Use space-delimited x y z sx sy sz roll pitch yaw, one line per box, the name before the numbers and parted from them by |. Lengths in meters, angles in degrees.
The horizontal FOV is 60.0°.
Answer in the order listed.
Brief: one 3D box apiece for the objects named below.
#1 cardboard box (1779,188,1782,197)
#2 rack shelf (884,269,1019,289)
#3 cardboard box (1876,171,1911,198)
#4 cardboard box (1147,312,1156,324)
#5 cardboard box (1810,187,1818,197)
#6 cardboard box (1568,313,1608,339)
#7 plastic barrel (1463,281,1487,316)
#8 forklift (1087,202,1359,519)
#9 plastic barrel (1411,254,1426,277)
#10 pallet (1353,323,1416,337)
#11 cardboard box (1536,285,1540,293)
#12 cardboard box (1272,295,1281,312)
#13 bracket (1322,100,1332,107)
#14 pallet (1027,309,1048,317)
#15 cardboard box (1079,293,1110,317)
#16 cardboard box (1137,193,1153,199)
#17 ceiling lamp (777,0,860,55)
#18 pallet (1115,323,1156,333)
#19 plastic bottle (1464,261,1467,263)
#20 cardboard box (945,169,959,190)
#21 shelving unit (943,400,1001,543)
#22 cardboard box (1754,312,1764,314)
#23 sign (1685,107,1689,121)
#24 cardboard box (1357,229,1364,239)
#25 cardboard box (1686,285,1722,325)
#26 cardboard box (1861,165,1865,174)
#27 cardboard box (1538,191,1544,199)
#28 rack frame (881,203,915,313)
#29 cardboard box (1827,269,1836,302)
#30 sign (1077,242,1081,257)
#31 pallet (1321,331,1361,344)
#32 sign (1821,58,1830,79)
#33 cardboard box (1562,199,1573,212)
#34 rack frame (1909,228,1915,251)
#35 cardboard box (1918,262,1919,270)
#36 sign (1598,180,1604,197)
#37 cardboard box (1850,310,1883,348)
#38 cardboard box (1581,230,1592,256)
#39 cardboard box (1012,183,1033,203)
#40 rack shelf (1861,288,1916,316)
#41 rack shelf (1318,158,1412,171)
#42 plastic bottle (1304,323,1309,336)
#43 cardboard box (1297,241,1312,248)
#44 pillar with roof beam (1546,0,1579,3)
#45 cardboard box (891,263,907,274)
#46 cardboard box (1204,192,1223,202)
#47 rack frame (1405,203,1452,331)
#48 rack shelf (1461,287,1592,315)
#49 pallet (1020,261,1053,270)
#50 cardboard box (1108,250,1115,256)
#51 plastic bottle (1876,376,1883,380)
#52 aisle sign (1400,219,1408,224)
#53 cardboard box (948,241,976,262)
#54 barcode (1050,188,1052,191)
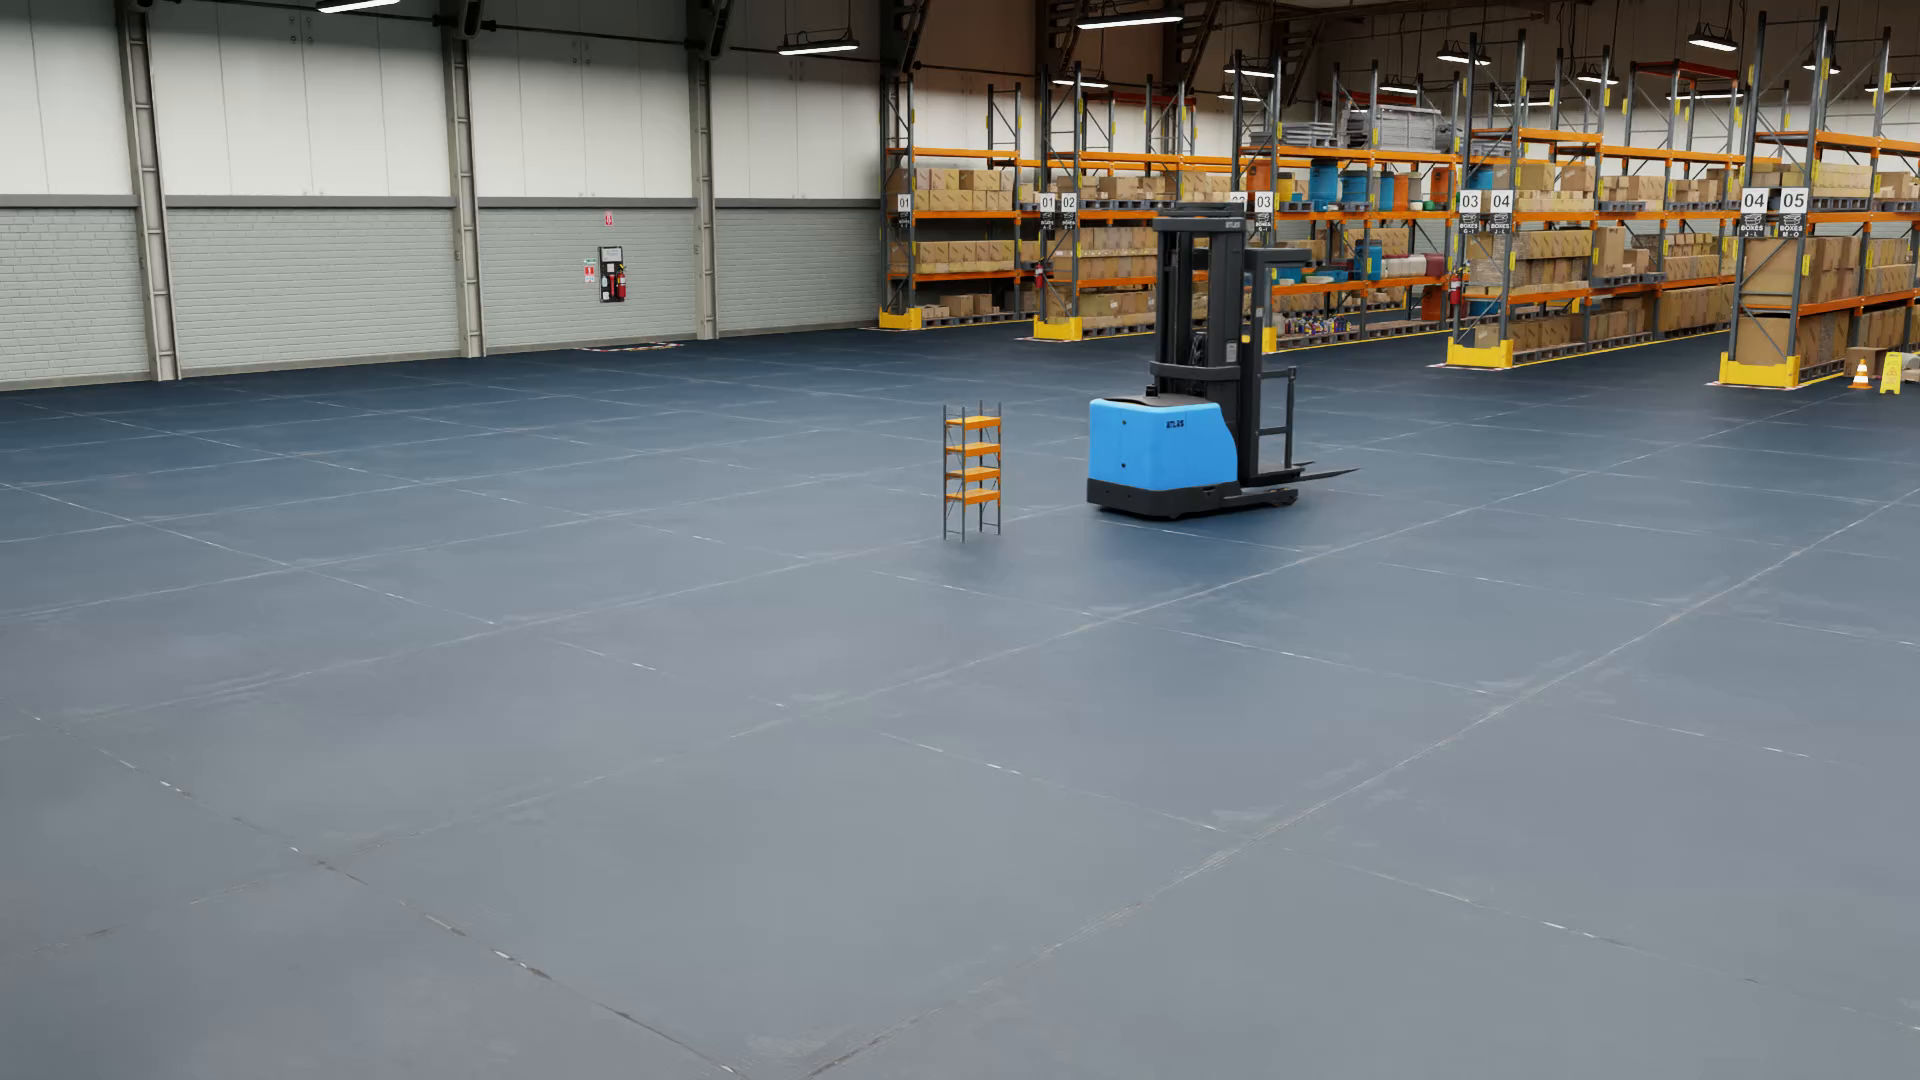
cardboard box | 13.610 -5.841 27.952 0.380 0.149 0.250 10 15 41
rack shelf | -0.192 -6.589 41.881 1.077 0.370 4.000 10 15 40
cardboard box | 17.652 -6.731 31.509 0.500 0.500 0.500 10 15 40
cardboard box | 4.372 -5.285 39.463 0.500 0.250 0.500 10 15 40
cardboard box | 13.776 -5.682 27.158 0.380 0.149 0.250 10 15 41
cardboard box | 13.041 -4.460 34.644 0.700 0.500 0.500 10 15 40
plastic barrel | 13.011 -6.127 42.017 0.600 0.901 0.708 10 15 40
forklift | 2.728 -1.836 16.423 3.031 2.935 1.130 -8 14 -35
plastic barrel | 10.691 -6.420 38.910 0.421 0.512 0.421 0 11 0
pallet | 9.864 -4.889 38.650 1.003 0.211 1.213 10 15 40
cardboard box | 10.837 -4.799 31.723 0.380 0.149 0.250 10 15 40
cardboard box | 8.007 -6.205 43.378 0.500 0.500 0.500 11 15 43
bracket | 12.287 -14.582 55.553 0.235 0.232 0.430 10 15 40
pallet | 2.446 -6.164 45.034 1.003 0.211 1.213 10 15 40
cardboard box | 3.061 -5.357 37.909 0.500 0.500 0.500 10 15 40
cardboard box | 4.260 -8.006 38.690 0.380 0.149 0.250 10 15 40
ceiling lamp | -2.909 -10.926 31.536 2.000 3.185 0.800 10 15 40
pallet | 4.295 -5.118 39.794 1.003 0.211 1.213 10 15 40
plastic bottle | 12.762 -6.897 41.901 0.152 0.276 0.135 10 15 40
cardboard box | -0.377 -8.837 40.782 0.500 0.500 0.500 10 15 42
shelving unit | 0.109 -0.613 14.716 0.258 1.200 0.503 10 15 40
cardboard box | 19.849 -6.140 42.148 0.875 0.875 0.875 10 15 40
sign | 17.170 -10.045 39.240 0.100 0.325 0.005 10 15 40
cardboard box | 10.995 -8.422 46.410 0.500 0.500 0.500 9 15 39
cardboard box | 17.164 -5.559 39.240 1.225 0.875 0.875 10 15 41
cardboard box | 15.614 -6.484 29.135 0.380 0.149 0.250 10 15 40
cardboard box | 10.720 -6.475 31.178 0.380 0.149 0.250 10 15 40
rack frame | -1.513 -6.648 40.337 1.000 3.000 0.127 10 15 40
cardboard box | 14.649 -4.438 28.888 0.875 0.550 0.500 10 15 40
sign | 2.624 -6.399 36.677 0.100 0.325 0.005 10 15 40
pallet | 8.095 -4.495 36.676 1.003 0.211 1.213 10 15 40
sign | 13.722 -7.475 26.374 0.100 0.325 0.005 10 15 40
cardboard box | 11.500 -6.461 32.124 0.500 0.250 0.500 10 15 40
rack frame | 21.230 -5.836 36.272 1.000 3.000 0.127 10 15 40
cardboard box | 19.237 -5.561 33.707 0.380 0.149 0.250 11 16 43
sign | 12.703 -6.971 32.974 0.100 0.325 0.005 10 15 40
cardboard box | 16.931 -4.006 31.782 1.050 0.750 0.750 10 15 40
cardboard box | 12.200 -5.899 33.018 0.500 0.500 0.500 10 15 40
cardboard box | 1.549 -9.032 43.290 0.500 0.500 0.500 -9 15 -39
rack shelf | 17.269 -4.601 31.923 1.077 0.370 4.000 10 15 40
rack shelf | 11.452 -10.655 46.929 1.077 0.370 4.000 10 15 40
plastic bottle | 7.360 -4.471 35.282 0.097 0.271 0.097 0 11 0
cardboard box | 9.012 -7.761 44.580 0.700 0.500 0.500 6 13 26
pillar with roof beam | 19.422 -15.128 45.269 6.894 0.400 0.400 10 15 40
cardboard box | -1.350 -6.678 40.820 0.500 0.250 0.500 10 15 41
cardboard box | 6.159 -8.473 41.128 0.500 0.250 0.500 8 14 36
rack frame | 11.210 -6.544 39.817 1.000 3.000 0.127 10 15 40
rack shelf | 10.970 -4.668 32.262 1.077 0.370 4.000 10 15 40
pallet | 1.742 -7.236 43.771 1.003 0.211 1.213 10 15 40
cardboard box | 3.312 -6.557 37.971 0.380 0.149 0.250 9 14 38
plastic bottle | 15.830 -2.769 28.420 0.283 0.061 0.133 4 12 21
aisle sign | 13.048 -9.607 48.517 0.394 0.787 0.004 10 15 40
cardboard box | 0.040 -7.207 41.556 0.500 0.500 0.500 10 15 42
barcode | 2.048 -7.870 37.317 0.001 0.075 0.075 10 15 40
